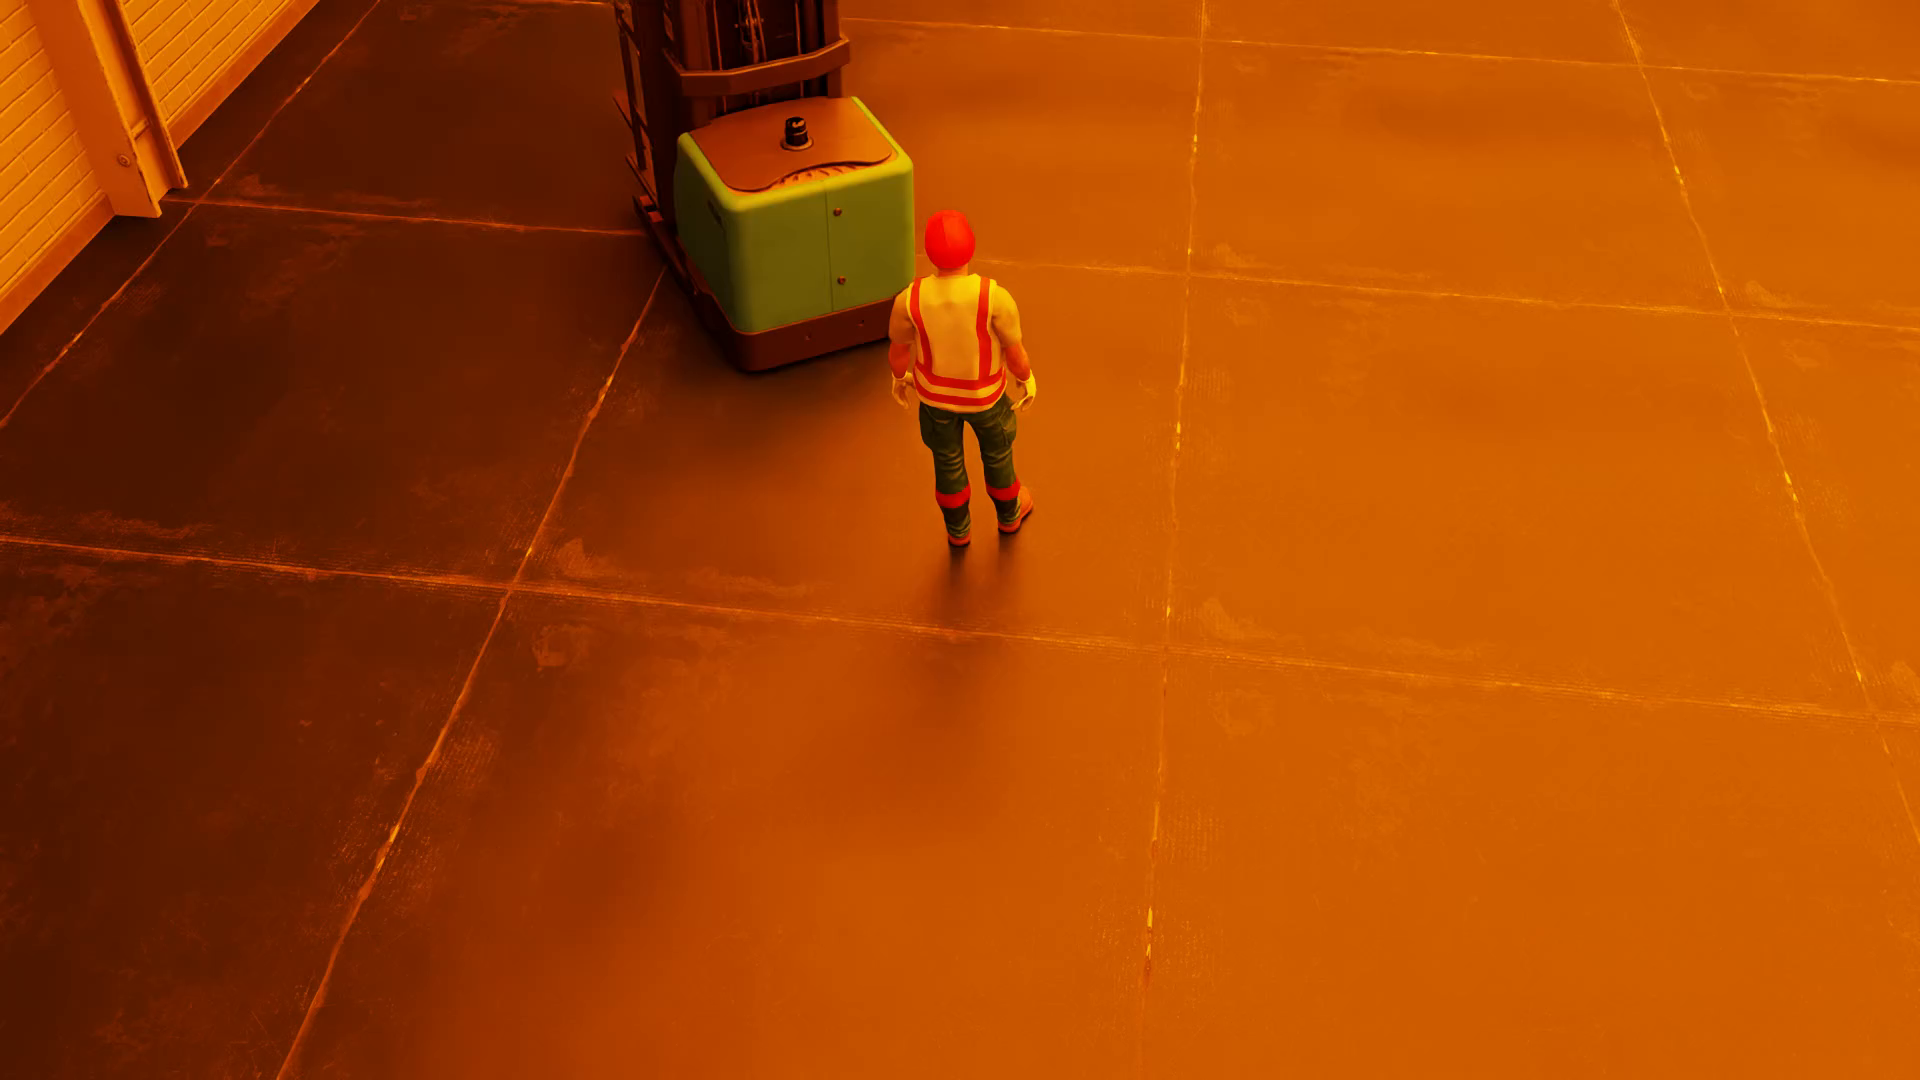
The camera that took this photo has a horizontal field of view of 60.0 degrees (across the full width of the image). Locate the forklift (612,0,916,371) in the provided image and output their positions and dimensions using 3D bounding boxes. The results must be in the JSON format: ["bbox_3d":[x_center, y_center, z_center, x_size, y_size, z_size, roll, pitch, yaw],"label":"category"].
[{"bbox_3d":[-1.297,-2.968,8.955,1.130,2.935,3.031,-17,45,-18],"label":"forklift"}]

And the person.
[{"bbox_3d":[0.022,-0.717,7.338,0.638,1.787,0.564,5,43,6],"label":"person"}]
